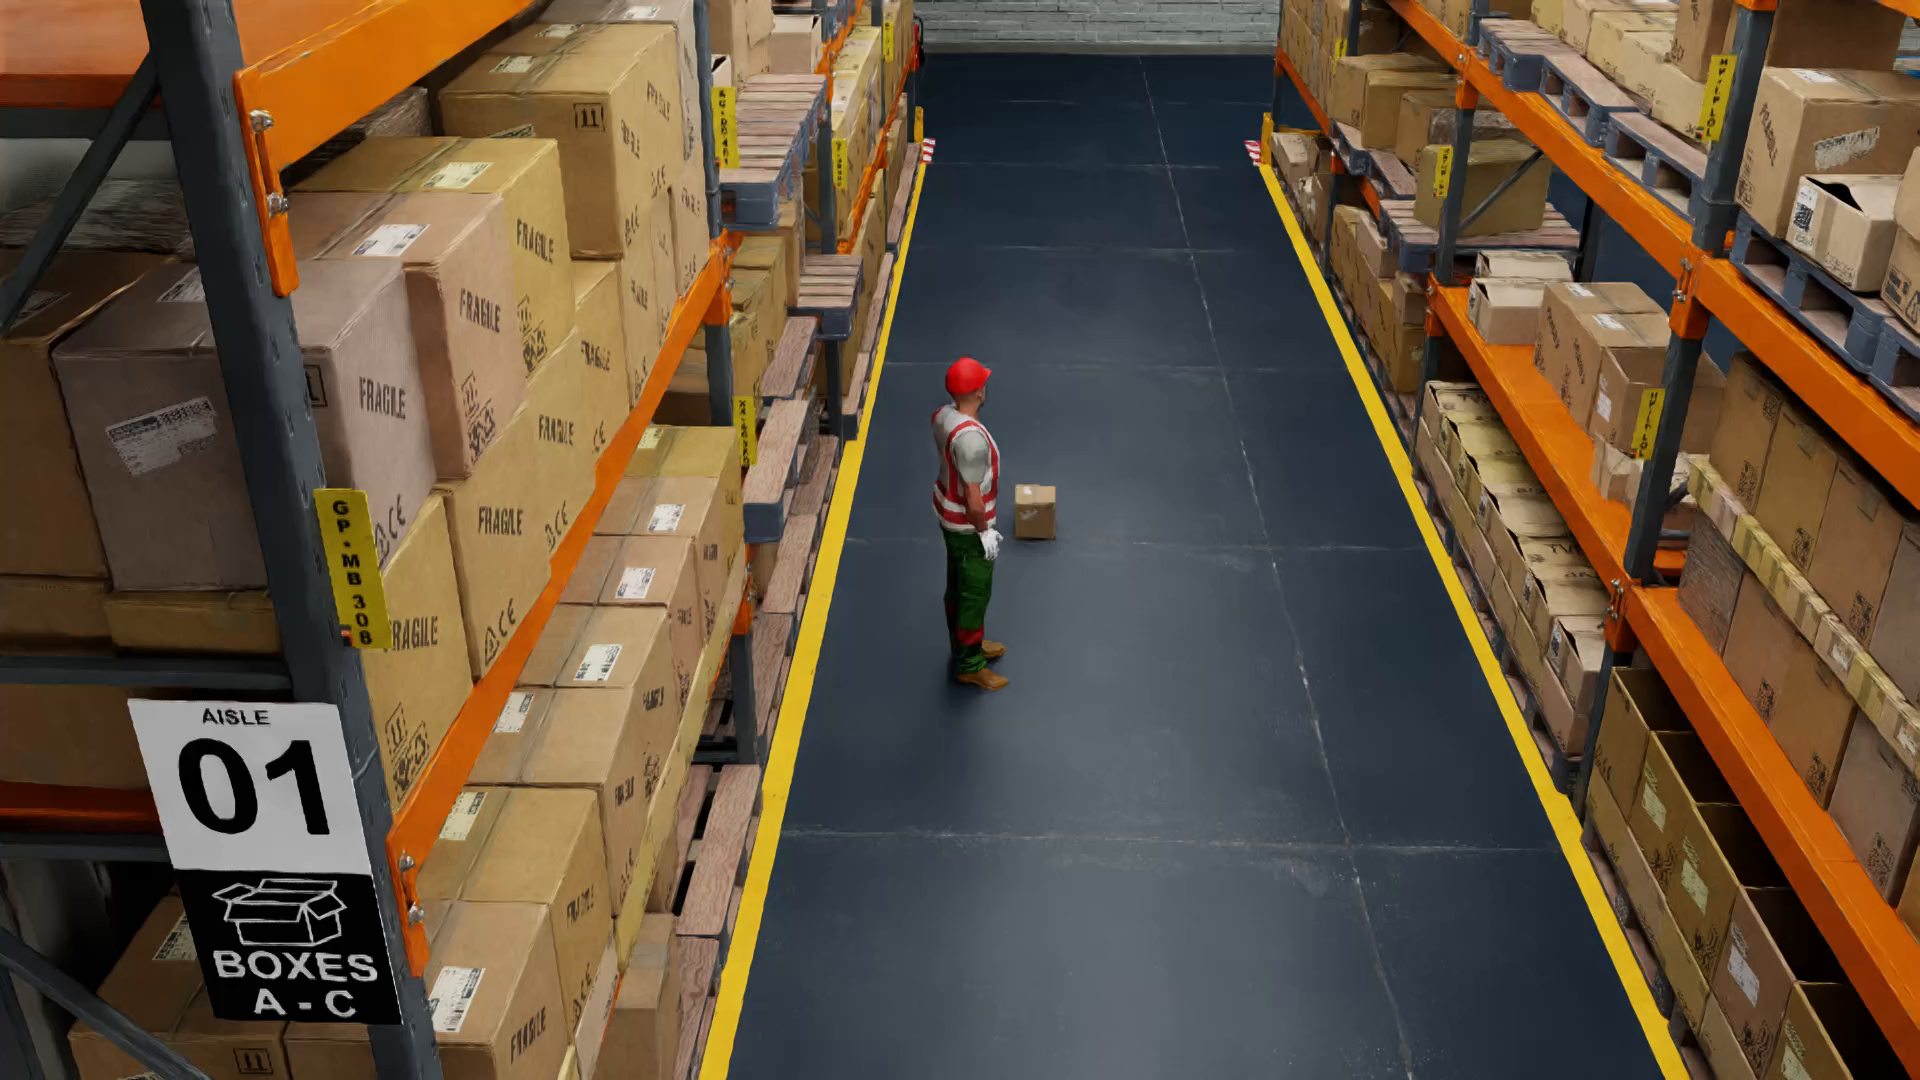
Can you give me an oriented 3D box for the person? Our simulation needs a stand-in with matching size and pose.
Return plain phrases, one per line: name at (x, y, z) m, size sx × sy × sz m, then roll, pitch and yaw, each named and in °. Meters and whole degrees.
person at (0.066, -0.100, 8.783) m, size 0.405 × 1.832 × 0.594 m, roll -7°, pitch 29°, yaw -14°
